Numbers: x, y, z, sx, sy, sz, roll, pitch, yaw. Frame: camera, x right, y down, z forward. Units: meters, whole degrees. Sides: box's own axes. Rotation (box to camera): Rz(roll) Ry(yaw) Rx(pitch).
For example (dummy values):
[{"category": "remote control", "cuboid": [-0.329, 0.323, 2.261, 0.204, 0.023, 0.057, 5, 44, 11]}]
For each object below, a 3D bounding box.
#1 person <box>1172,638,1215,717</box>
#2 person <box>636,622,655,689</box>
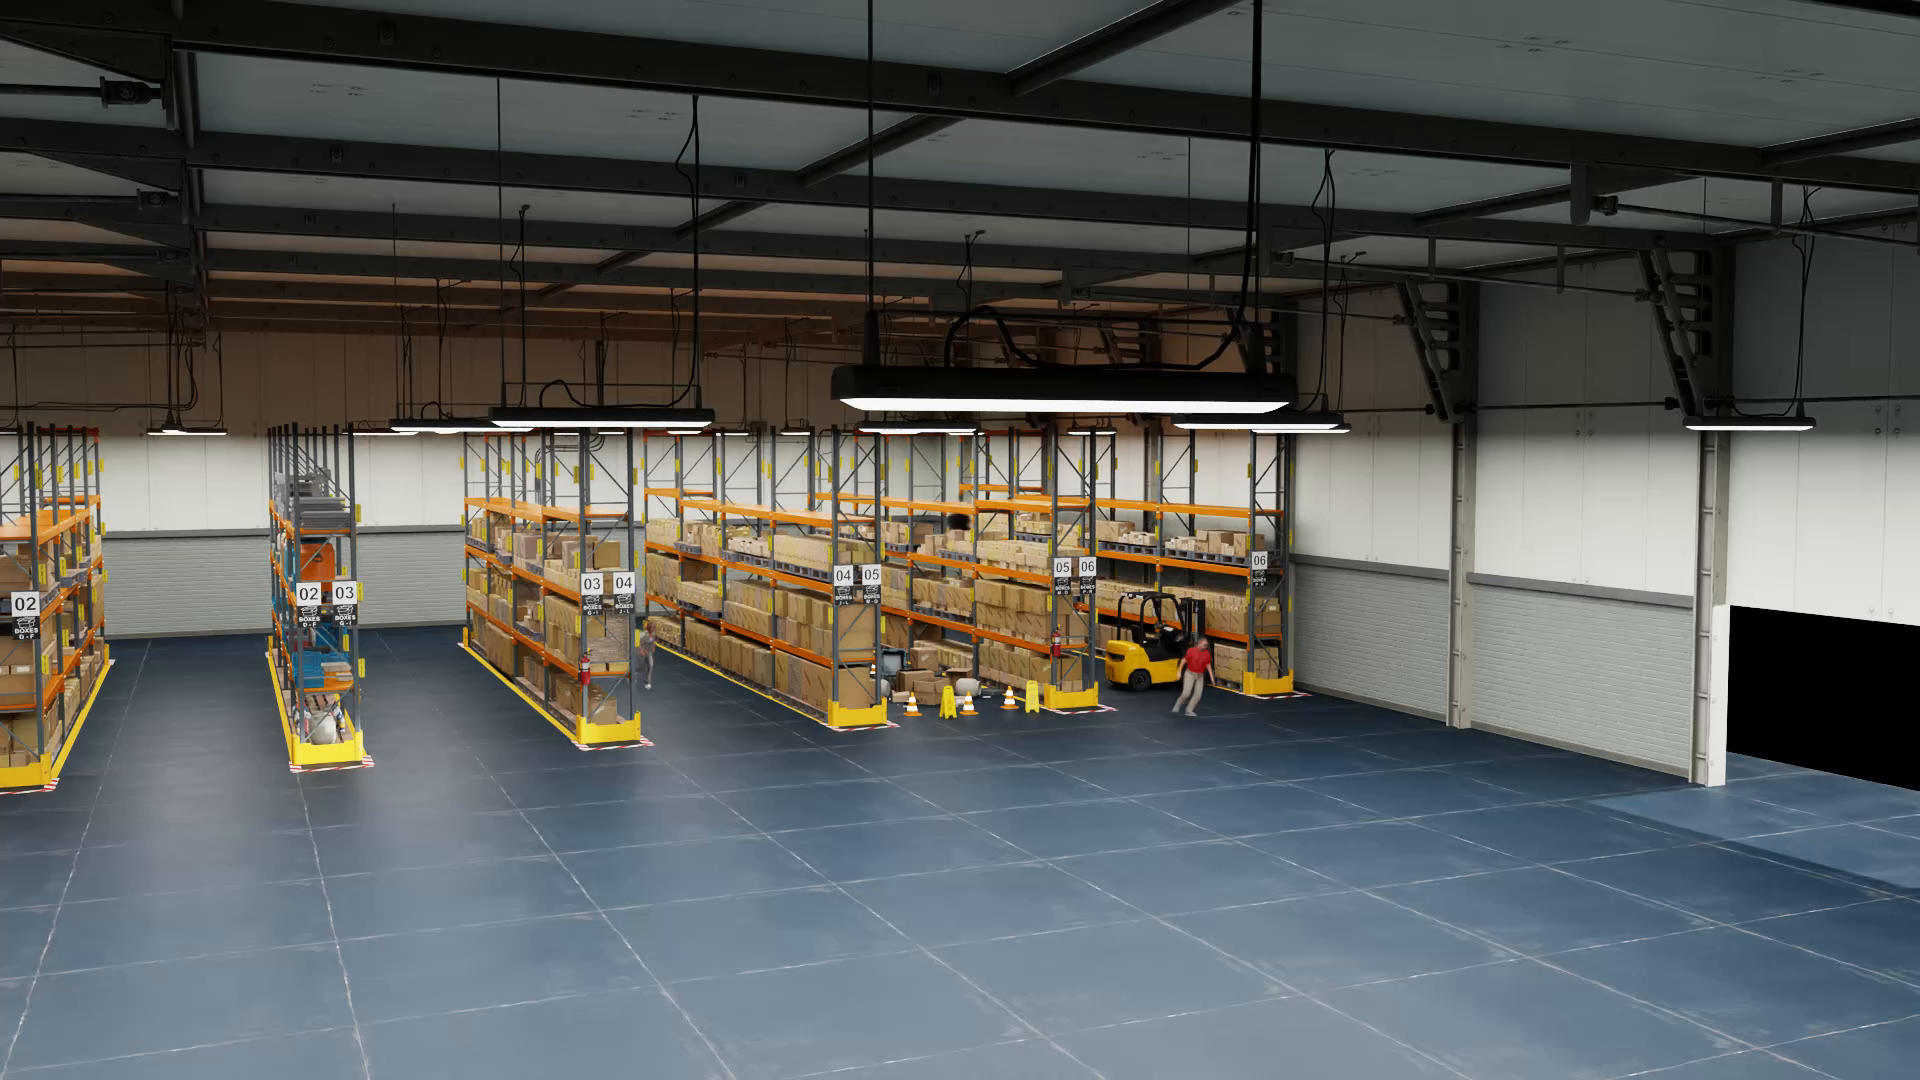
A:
[{"category": "person", "cuboid": [4.795, 2.804, 34.134, 0.799, 1.648, 0.634, -1, 4, -16]}, {"category": "person", "cuboid": [-7.300, 2.647, 38.271, 0.864, 1.538, 0.551, 3, 5, 41]}]
